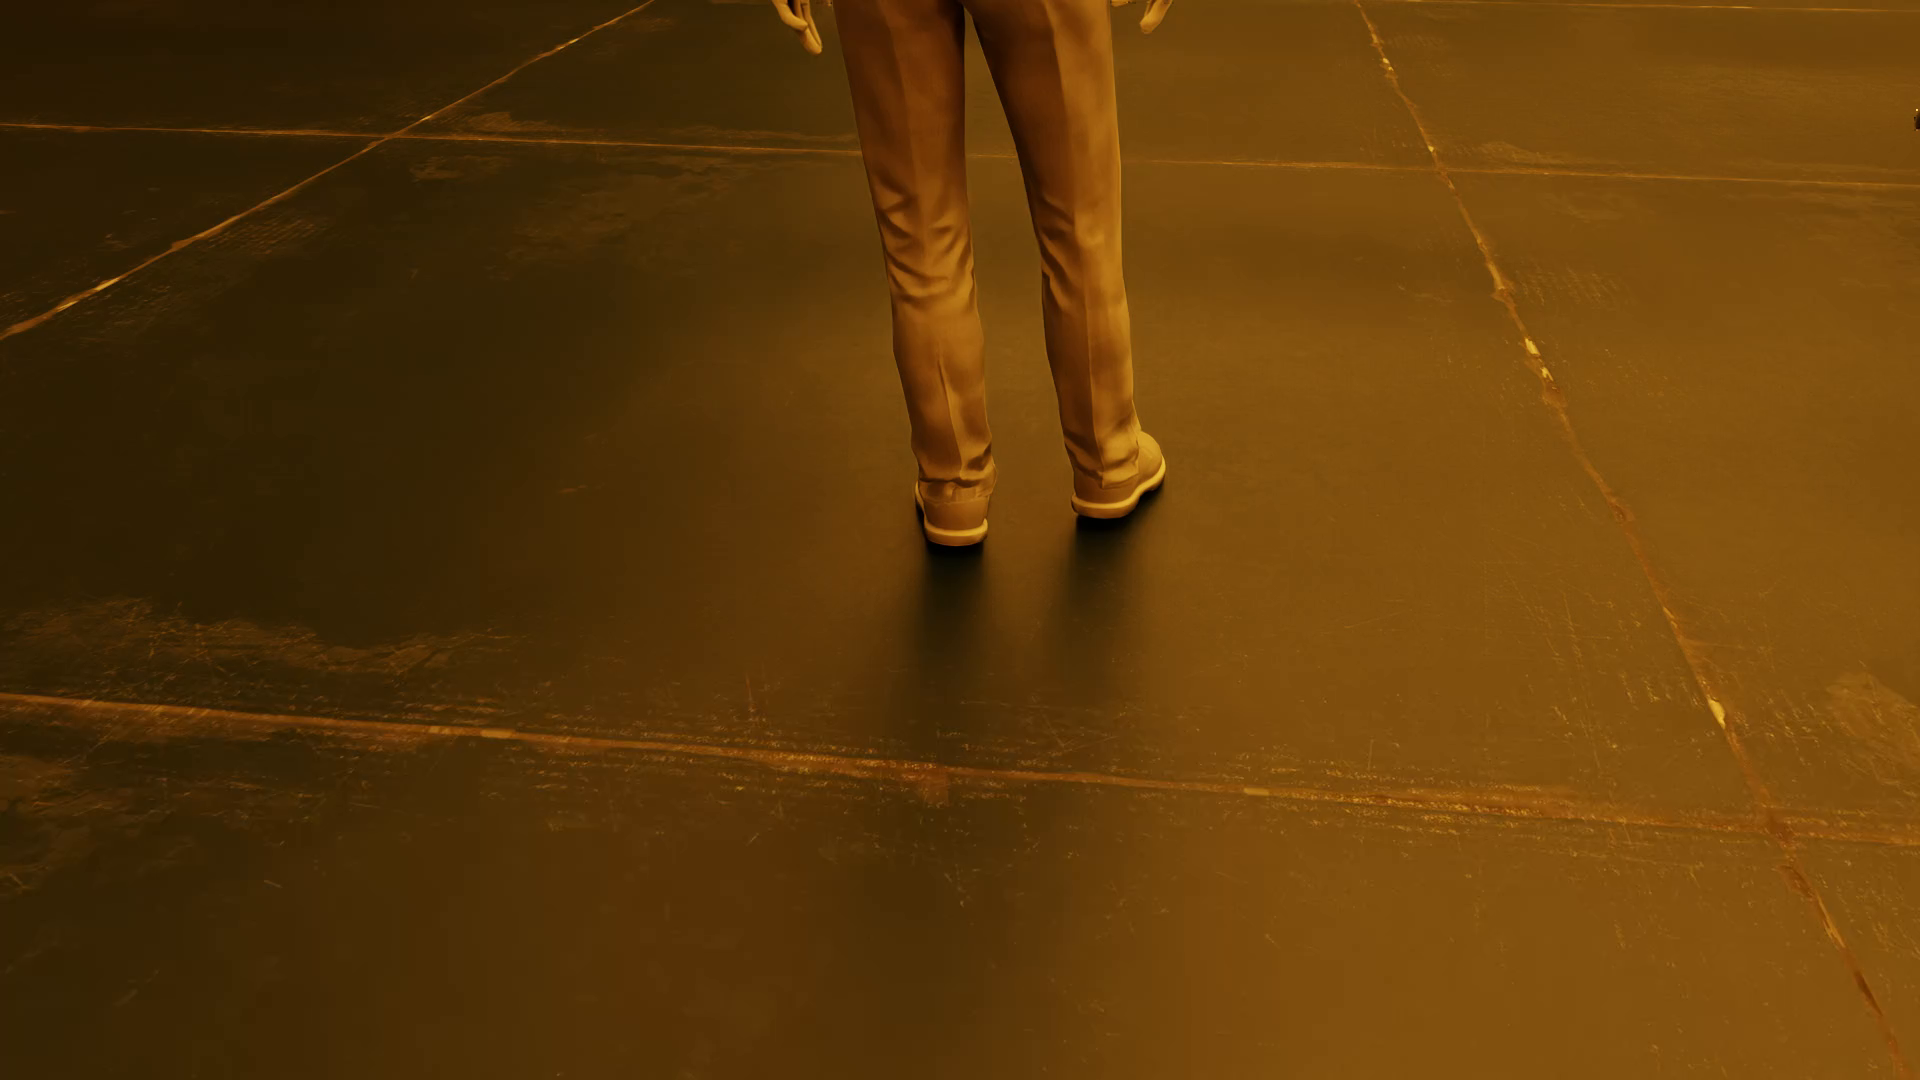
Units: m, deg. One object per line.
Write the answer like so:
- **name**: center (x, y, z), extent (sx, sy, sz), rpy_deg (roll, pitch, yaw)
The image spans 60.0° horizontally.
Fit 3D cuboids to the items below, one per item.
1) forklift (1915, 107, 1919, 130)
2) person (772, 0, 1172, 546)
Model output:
- **forklift**: center (4.154, -2.606, 4.440), extent (3.031, 2.935, 1.130), rpy_deg (-18, 32, -32)
- **person**: center (0.016, -0.795, 2.178), extent (0.588, 1.695, 0.531), rpy_deg (3, 27, 7)
